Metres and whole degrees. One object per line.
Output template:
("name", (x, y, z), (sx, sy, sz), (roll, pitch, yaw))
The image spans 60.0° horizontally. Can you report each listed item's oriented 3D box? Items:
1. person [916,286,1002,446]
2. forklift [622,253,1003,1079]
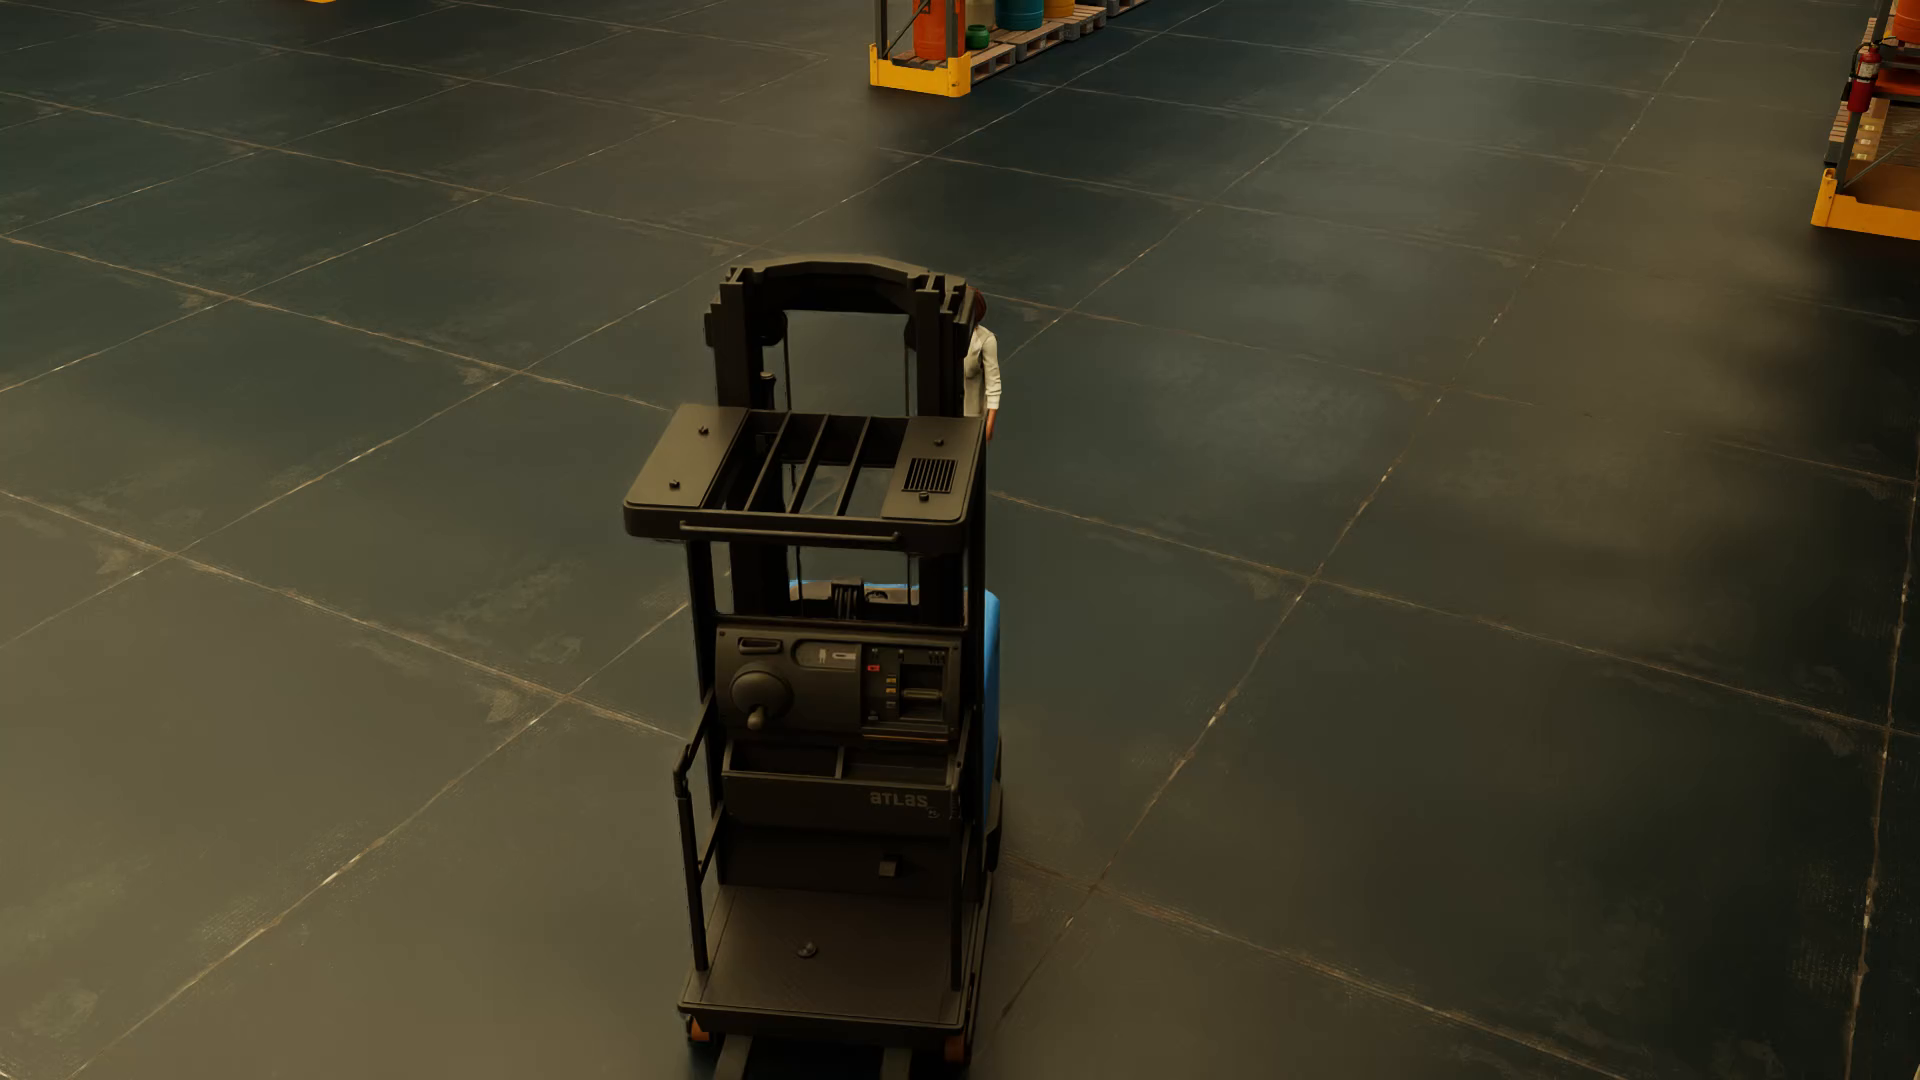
("person", (-0.048, -0.668, 9.549), (0.521, 1.599, 0.473), (15, 33, 25))
("forklift", (-0.479, 0.584, 6.058), (1.130, 2.935, 3.031), (3, 30, 5))
